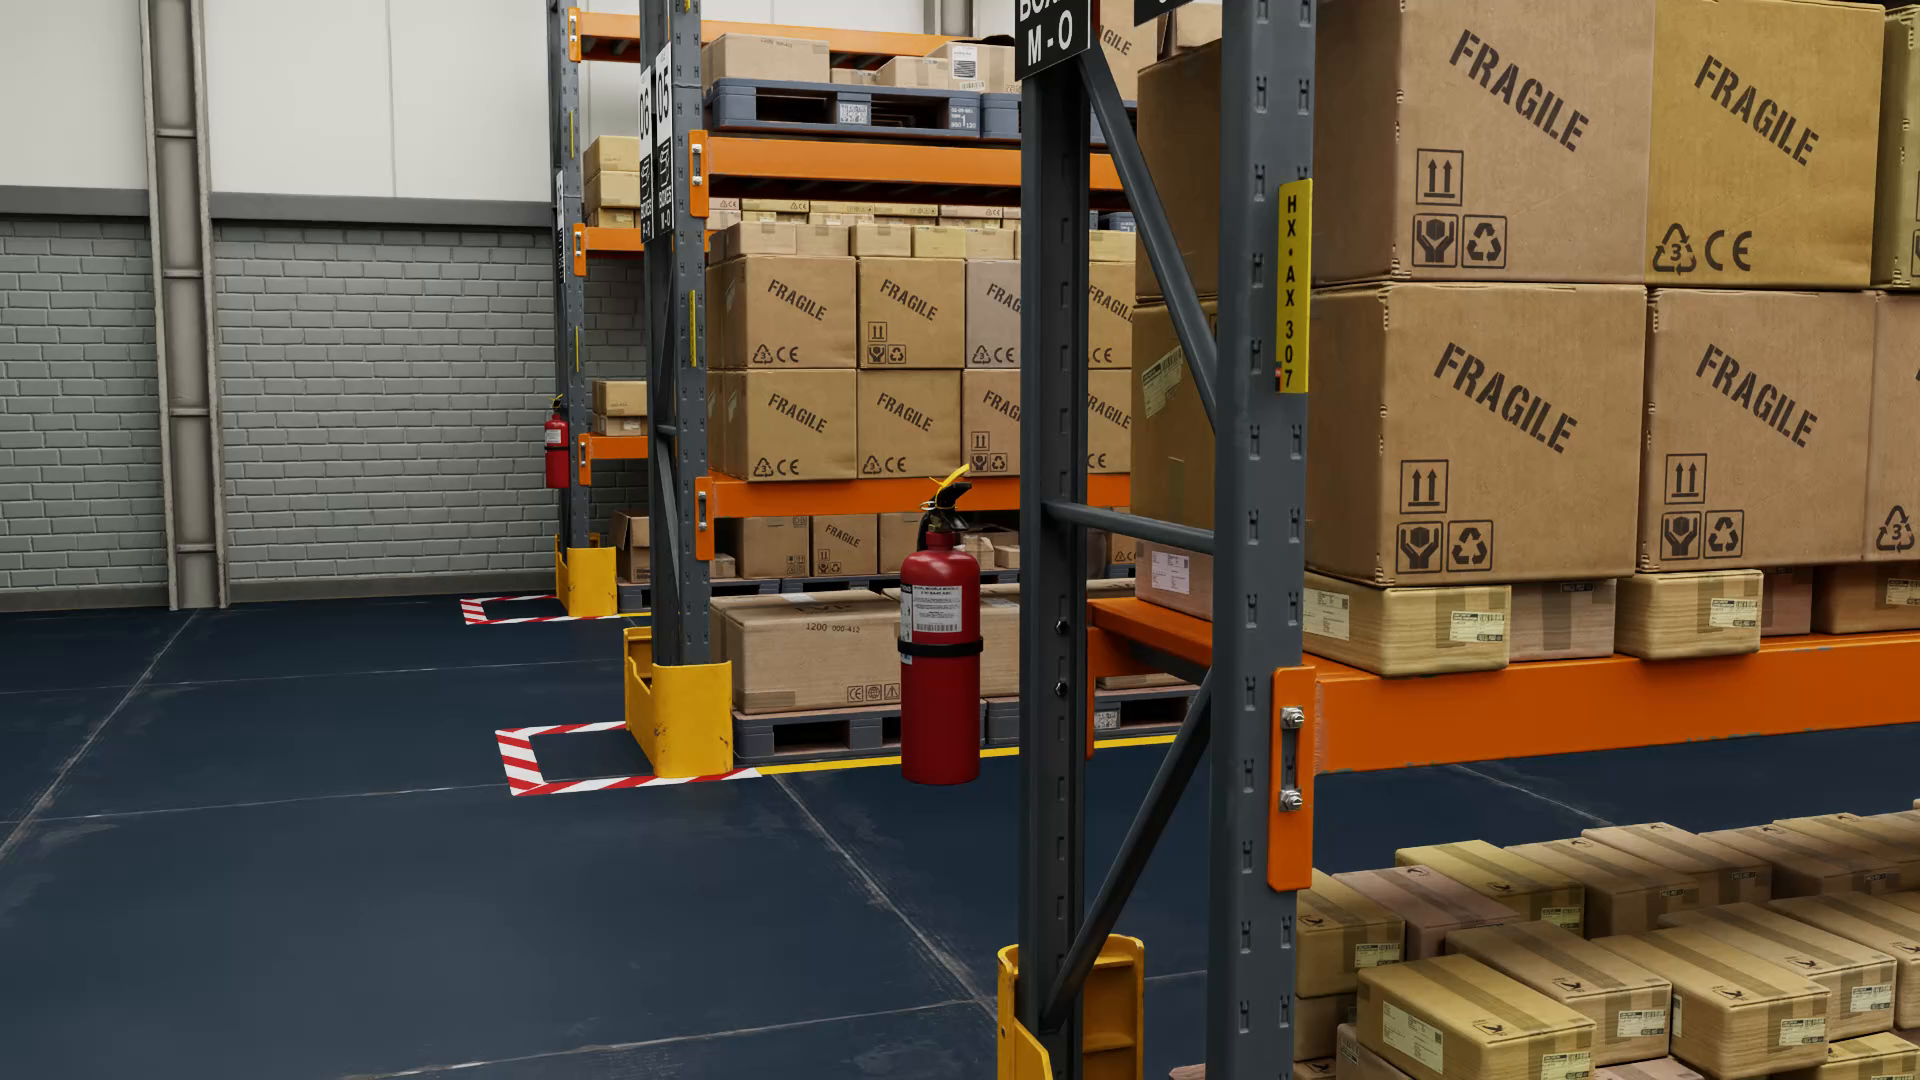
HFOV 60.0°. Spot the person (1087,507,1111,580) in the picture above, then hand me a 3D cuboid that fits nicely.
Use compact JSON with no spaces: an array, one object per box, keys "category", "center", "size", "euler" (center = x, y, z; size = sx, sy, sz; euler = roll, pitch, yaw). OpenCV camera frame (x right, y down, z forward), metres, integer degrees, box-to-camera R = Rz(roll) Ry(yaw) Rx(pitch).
[{"category":"person","center":[0.763,-0.044,10.191],"size":[0.304,1.598,0.405],"euler":[-2,6,-16]}]
